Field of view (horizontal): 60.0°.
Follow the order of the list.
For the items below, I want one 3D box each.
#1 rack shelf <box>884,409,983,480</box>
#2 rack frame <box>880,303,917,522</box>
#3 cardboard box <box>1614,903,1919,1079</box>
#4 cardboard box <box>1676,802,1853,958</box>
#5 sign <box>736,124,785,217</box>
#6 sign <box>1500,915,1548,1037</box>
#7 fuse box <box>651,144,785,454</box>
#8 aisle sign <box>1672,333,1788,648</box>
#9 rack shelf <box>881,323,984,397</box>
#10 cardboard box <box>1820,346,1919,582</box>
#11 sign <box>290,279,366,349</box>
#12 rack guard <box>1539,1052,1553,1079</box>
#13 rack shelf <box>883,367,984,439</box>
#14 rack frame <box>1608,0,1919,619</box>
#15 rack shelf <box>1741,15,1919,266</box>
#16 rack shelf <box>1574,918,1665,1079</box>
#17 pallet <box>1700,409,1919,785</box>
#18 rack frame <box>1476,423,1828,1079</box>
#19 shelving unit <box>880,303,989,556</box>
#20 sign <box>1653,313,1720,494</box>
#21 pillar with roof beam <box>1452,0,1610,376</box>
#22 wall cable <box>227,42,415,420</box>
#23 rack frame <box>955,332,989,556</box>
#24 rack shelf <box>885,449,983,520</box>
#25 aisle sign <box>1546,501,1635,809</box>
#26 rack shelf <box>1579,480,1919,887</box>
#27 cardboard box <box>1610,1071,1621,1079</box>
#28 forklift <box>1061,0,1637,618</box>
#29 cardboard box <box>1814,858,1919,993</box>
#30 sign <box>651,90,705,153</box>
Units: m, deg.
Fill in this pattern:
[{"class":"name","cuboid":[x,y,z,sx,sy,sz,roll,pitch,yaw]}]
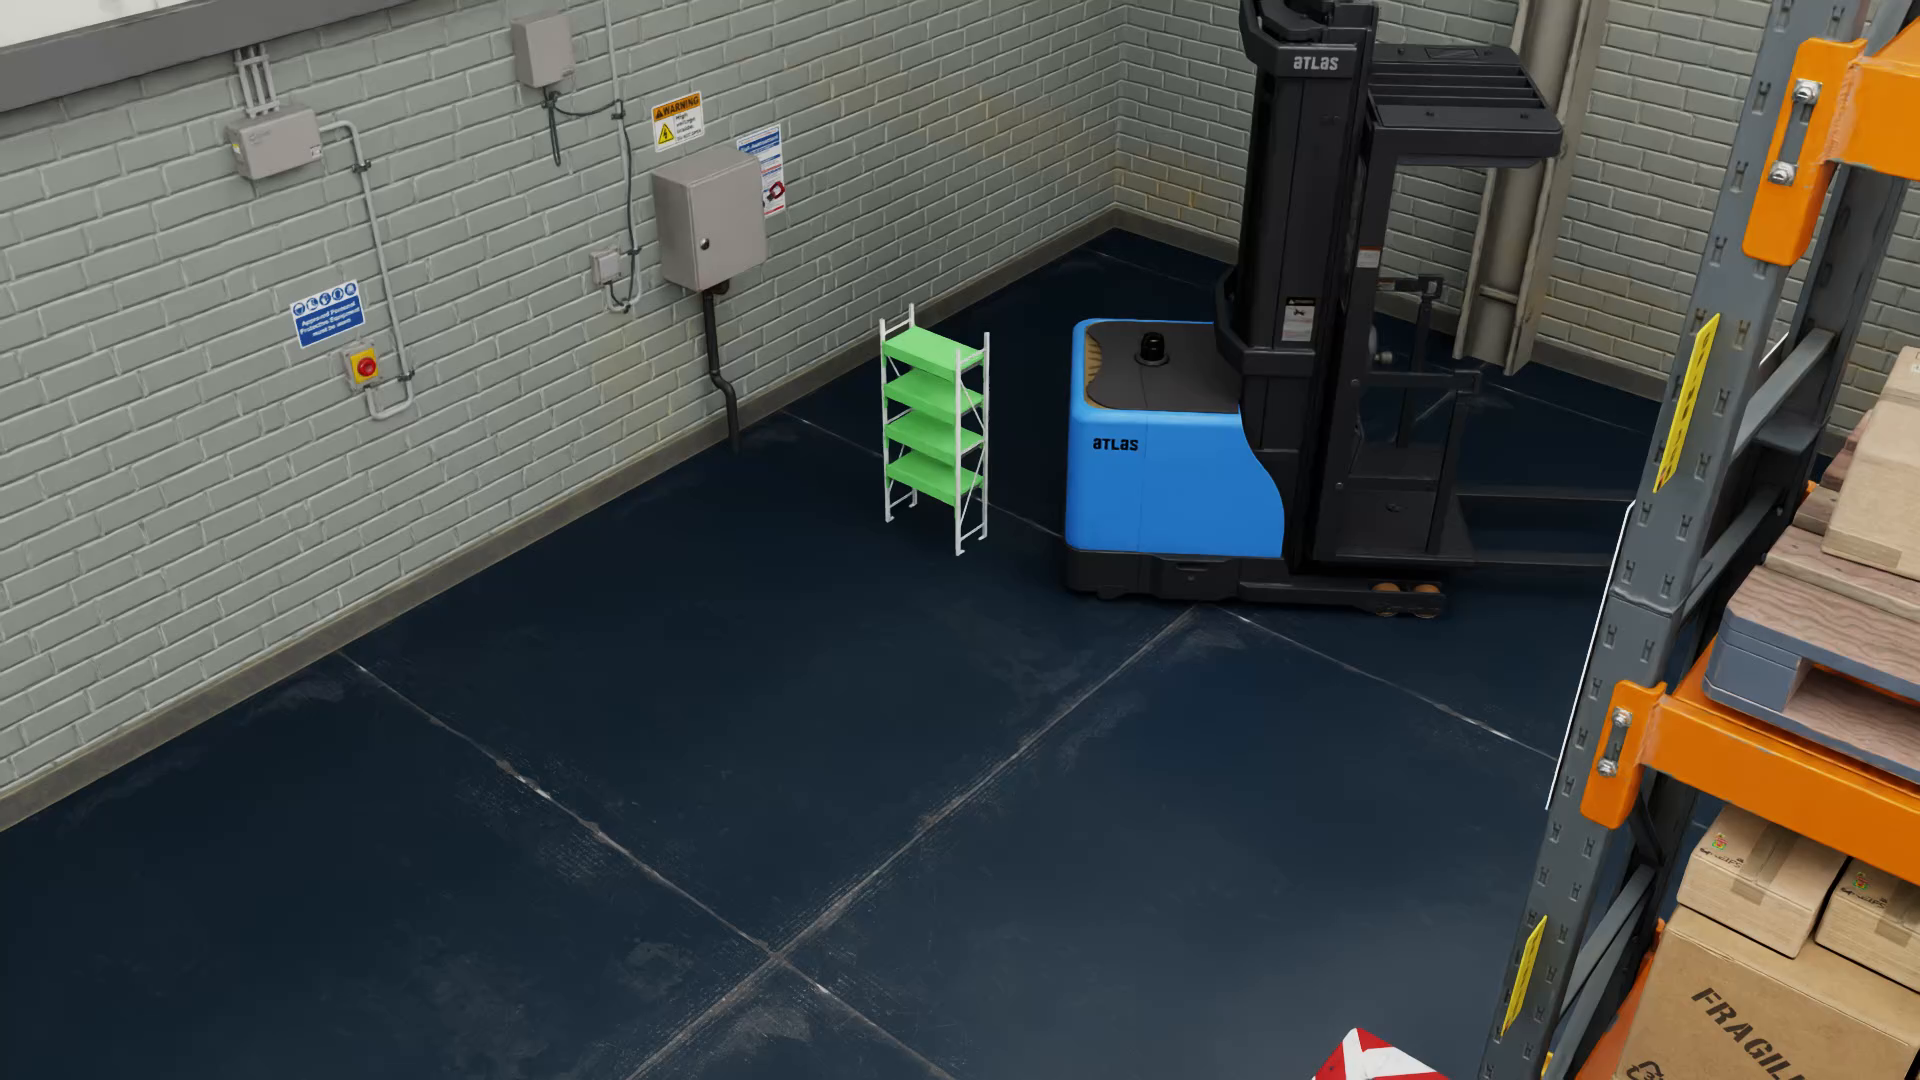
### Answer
[{"class":"rack shelf","cuboid":[-0.127,-0.502,8.534,0.480,0.148,0.258,25,42,32]},{"class":"rack frame","cuboid":[-0.315,-0.643,8.626,0.015,1.200,0.240,25,42,32]},{"class":"cardboard box","cuboid":[1.837,0.995,3.680,0.500,0.500,0.500,24,41,31]},{"class":"cardboard box","cuboid":[1.747,0.679,3.567,0.250,0.149,0.380,26,42,33]},{"class":"sign","cuboid":[-1.085,-1.993,9.087,0.001,0.494,0.329,25,42,32]},{"class":"sign","cuboid":[1.291,1.000,3.809,0.005,0.325,0.100,25,42,32]},{"class":"fuse box","cuboid":[-1.241,-1.212,9.003,0.414,1.711,0.539,25,42,32]},{"class":"aisle sign","cuboid":[1.794,-0.082,3.923,0.004,0.787,0.394,25,42,32]},{"class":"rack shelf","cuboid":[-0.127,-0.898,8.262,0.480,0.148,0.258,25,42,32]},{"class":"cardboard box","cuboid":[2.054,-0.114,3.291,0.500,0.250,0.500,21,40,28]},{"class":"sign","cuboid":[-2.775,-0.994,7.309,0.001,0.218,0.327,25,42,32]},{"class":"rack guard","cuboid":[1.632,2.172,5.145,0.348,0.500,1.175,25,42,32]},{"class":"rack shelf","cuboid":[-0.127,-0.700,8.398,0.480,0.148,0.258,25,42,32]},{"class":"rack frame","cuboid":[1.651,-1.322,2.726,0.127,3.000,1.000,25,42,32]},{"class":"rack shelf","cuboid":[3.188,-0.136,1.988,4.000,0.370,1.077,25,42,32]},{"class":"rack shelf","cuboid":[3.188,2.172,3.574,4.000,0.370,1.077,25,42,32]},{"class":"pallet","cuboid":[2.228,0.215,3.216,1.213,0.211,1.003,25,42,32]},{"class":"rack frame","cuboid":[1.651,1.151,4.425,0.127,3.000,1.000,25,42,32]},{"class":"shelving unit","cuboid":[-0.127,-0.555,8.498,0.503,1.200,0.258,25,42,32]},{"class":"sign","cuboid":[1.291,-0.239,2.957,0.005,0.325,0.100,25,42,32]},{"class":"pillar with roof beam","cuboid":[0.574,-2.979,5.139,0.400,9.000,9.100,25,42,32]},{"class":"wall cable","cuboid":[-2.698,-1.313,7.087,0.123,1.953,0.585,25,42,32]},{"class":"rack frame","cuboid":[0.060,-0.466,8.369,0.015,1.200,0.240,25,42,32]},{"class":"rack shelf","cuboid":[-0.127,-0.304,8.670,0.480,0.148,0.258,25,42,32]},{"class":"aisle sign","cuboid":[1.410,0.179,3.543,0.004,0.787,0.394,25,42,32]},{"class":"rack shelf","cuboid":[3.188,0.935,2.724,4.000,0.370,1.077,25,42,32]},{"class":"cardboard box","cuboid":[1.836,1.408,3.961,0.500,0.500,0.500,25,42,31]},{"class":"forklift","cuboid":[2.046,-1.136,7.815,3.031,2.935,1.130,2,35,3]},{"class":"cardboard box","cuboid":[1.994,0.743,3.474,0.250,0.149,0.380,26,42,33]},{"class":"sign","cuboid":[-1.436,-2.134,8.478,0.001,0.242,0.339,25,42,32]}]
